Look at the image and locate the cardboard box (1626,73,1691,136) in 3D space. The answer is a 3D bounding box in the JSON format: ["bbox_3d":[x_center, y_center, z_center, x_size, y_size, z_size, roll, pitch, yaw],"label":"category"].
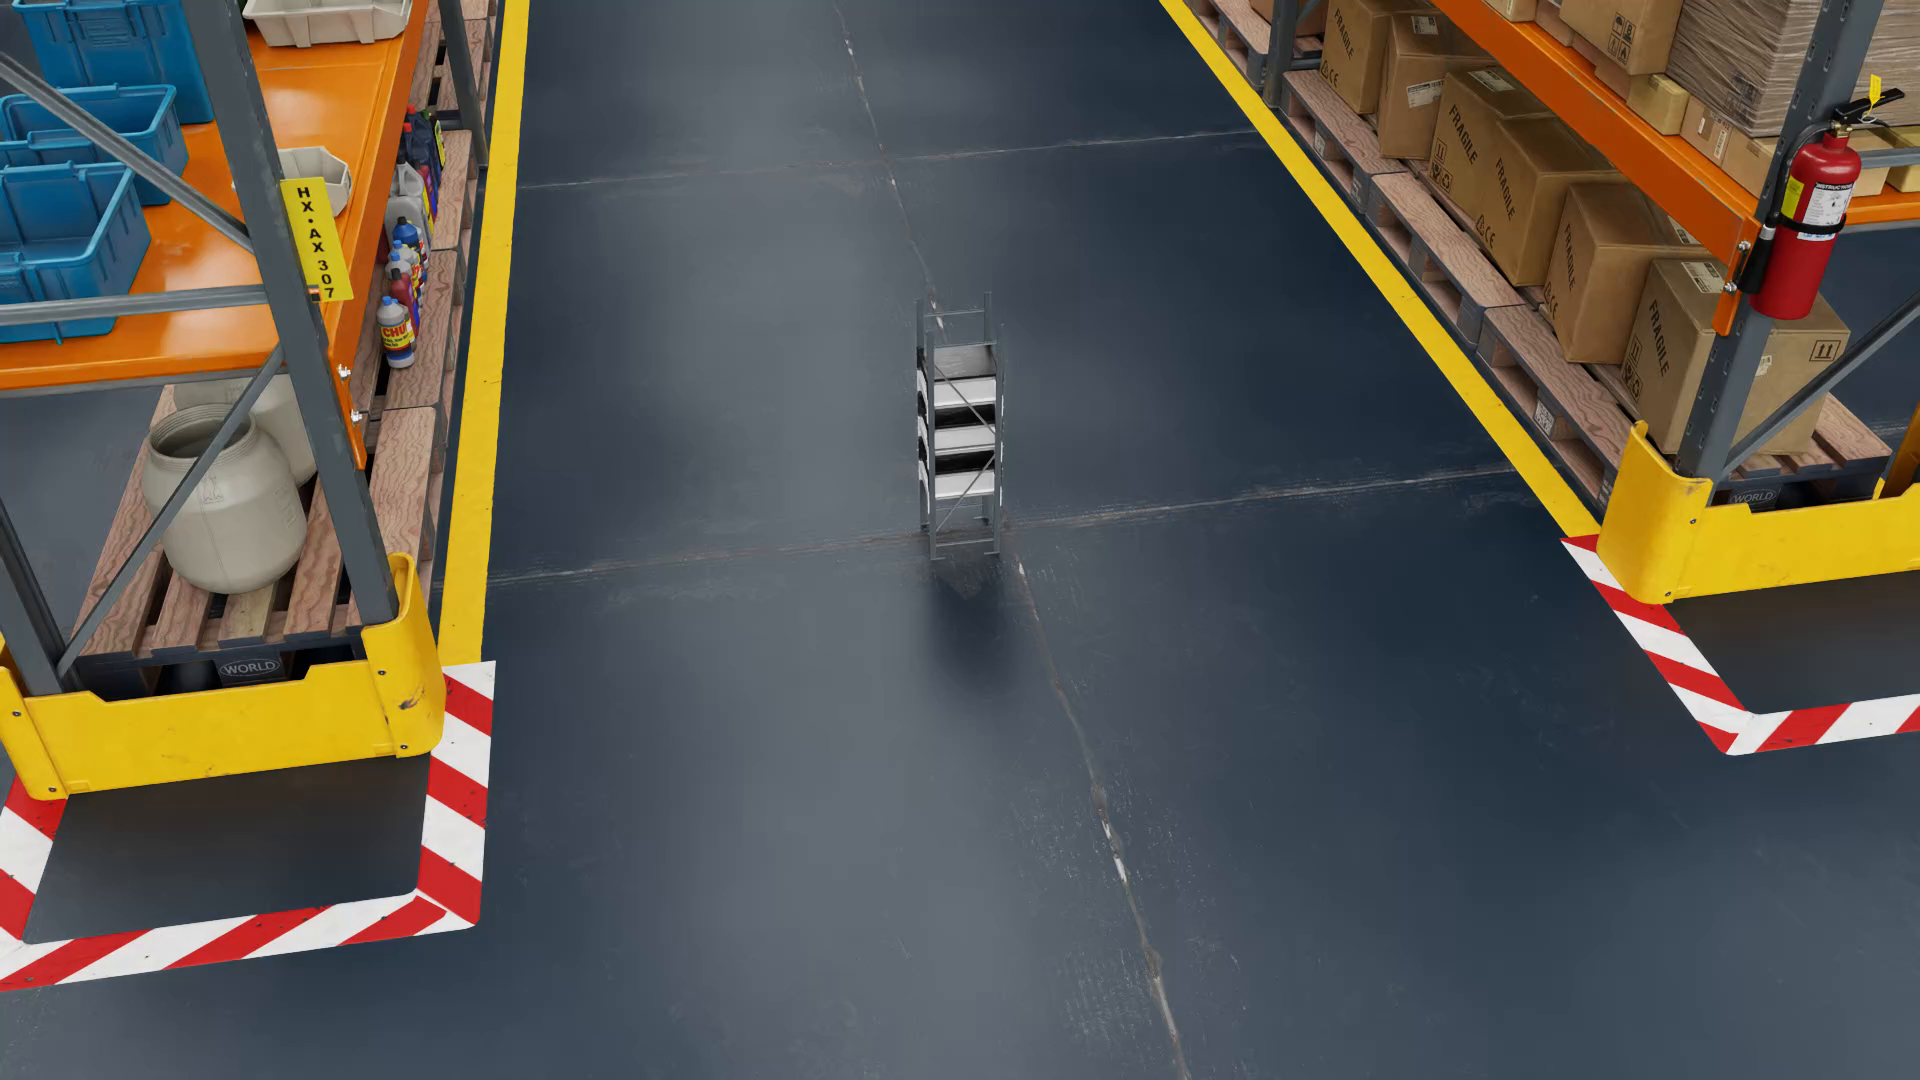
[{"bbox_3d":[2.395,-1.434,5.356,0.380,0.149,0.250,-6,38,-8],"label":"cardboard box"}]

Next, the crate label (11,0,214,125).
[{"bbox_3d":[-2.679,-1.651,5.401,0.502,0.435,0.616,-6,38,-8],"label":"crate label"}]

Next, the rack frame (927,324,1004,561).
[{"bbox_3d":[0.016,-0.299,5.401,0.240,0.900,0.006,-6,38,-8],"label":"rack frame"}]

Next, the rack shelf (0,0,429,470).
[{"bbox_3d":[-2.441,-1.478,5.794,1.077,0.370,4.000,-6,38,-8],"label":"rack shelf"}]

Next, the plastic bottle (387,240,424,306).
[{"bbox_3d":[-2.179,-1.047,6.518,0.097,0.271,0.097,0,38,0],"label":"plastic bottle"}]

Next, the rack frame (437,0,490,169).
[{"bbox_3d":[-2.791,-2.970,7.128,1.000,3.000,0.127,-6,38,-8],"label":"rack frame"}]

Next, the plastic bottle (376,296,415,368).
[{"bbox_3d":[-2.101,-0.779,6.173,0.097,0.271,0.097,0,38,0],"label":"plastic bottle"}]

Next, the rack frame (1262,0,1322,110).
[{"bbox_3d":[2.085,-3.503,7.814,1.000,3.000,0.127,-6,38,-8],"label":"rack frame"}]

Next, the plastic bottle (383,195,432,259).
[{"bbox_3d":[-2.280,-1.301,6.841,0.152,0.276,0.135,-6,38,-7],"label":"plastic bottle"}]

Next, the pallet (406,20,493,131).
[{"bbox_3d":[-2.967,-2.339,8.589,1.003,0.211,1.213,-6,38,-8],"label":"pallet"}]

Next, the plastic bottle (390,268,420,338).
[{"bbox_3d":[-2.123,-0.923,6.348,0.061,0.283,0.133,-6,38,-7],"label":"plastic bottle"}]

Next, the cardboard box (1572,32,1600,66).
[{"bbox_3d":[2.364,-1.742,5.753,0.380,0.149,0.250,-6,38,-8],"label":"cardboard box"}]

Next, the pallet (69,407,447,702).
[{"bbox_3d":[-2.287,0.015,5.559,1.003,0.211,1.213,-6,38,-8],"label":"pallet"}]

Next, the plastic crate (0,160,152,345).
[{"bbox_3d":[-2.472,-0.766,4.412,0.499,0.251,0.616,-6,38,-8],"label":"plastic crate"}]

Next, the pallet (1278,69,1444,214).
[{"bbox_3d":[2.237,-2.000,8.152,1.003,0.211,1.213,-6,38,-8],"label":"pallet"}]

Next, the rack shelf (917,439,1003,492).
[{"bbox_3d":[-0.001,-0.263,5.556,0.258,0.077,0.200,-6,38,-8],"label":"rack shelf"}]

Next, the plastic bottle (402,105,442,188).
[{"bbox_3d":[-2.395,-1.740,7.345,0.144,0.351,0.185,-7,38,-9],"label":"plastic bottle"}]

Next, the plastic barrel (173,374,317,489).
[{"bbox_3d":[-2.369,-0.430,5.544,0.421,0.512,0.421,0,38,0],"label":"plastic barrel"}]

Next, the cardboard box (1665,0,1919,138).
[{"bbox_3d":[2.717,-1.579,5.014,0.875,0.500,0.500,-6,38,-8],"label":"cardboard box"}]

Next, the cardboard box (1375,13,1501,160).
[{"bbox_3d":[2.224,-2.091,7.691,0.500,0.500,0.500,5,38,7],"label":"cardboard box"}]

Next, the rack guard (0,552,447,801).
[{"bbox_3d":[-2.150,0.392,4.838,1.175,0.500,0.348,-6,38,-8],"label":"rack guard"}]

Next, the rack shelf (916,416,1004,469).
[{"bbox_3d":[-0.001,-0.334,5.501,0.258,0.077,0.200,-6,38,-8],"label":"rack shelf"}]

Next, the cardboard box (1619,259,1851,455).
[{"bbox_3d":[2.693,-0.645,5.830,0.500,0.500,0.500,0,38,1],"label":"cardboard box"}]

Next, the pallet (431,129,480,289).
[{"bbox_3d":[-2.715,-1.459,7.456,1.003,0.211,1.213,-6,38,-8],"label":"pallet"}]

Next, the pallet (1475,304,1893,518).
[{"bbox_3d":[2.665,-0.526,6.255,1.003,0.211,1.213,-6,38,-8],"label":"pallet"}]

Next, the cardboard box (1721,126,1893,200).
[{"bbox_3d":[2.533,-1.138,4.974,0.380,0.149,0.250,-6,38,-8],"label":"cardboard box"}]

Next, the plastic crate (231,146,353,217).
[{"bbox_3d":[-1.930,-1.025,4.840,0.298,0.136,0.250,-6,38,-8],"label":"plastic crate"}]

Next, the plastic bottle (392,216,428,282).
[{"bbox_3d":[-2.214,-1.169,6.675,0.097,0.271,0.097,0,38,0],"label":"plastic bottle"}]

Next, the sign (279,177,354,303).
[{"bbox_3d":[-1.548,-0.720,4.006,0.100,0.325,0.005,-6,38,-8],"label":"sign"}]

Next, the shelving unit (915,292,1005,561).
[{"bbox_3d":[-0.001,-0.360,5.480,0.258,0.900,0.210,-6,38,-8],"label":"shelving unit"}]

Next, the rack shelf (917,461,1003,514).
[{"bbox_3d":[-0.001,-0.192,5.611,0.258,0.077,0.200,-6,38,-8],"label":"rack shelf"}]

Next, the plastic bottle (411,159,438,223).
[{"bbox_3d":[-2.291,-1.504,7.096,0.061,0.283,0.133,-4,38,-5],"label":"plastic bottle"}]

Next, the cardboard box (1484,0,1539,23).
[{"bbox_3d":[2.167,-2.032,6.126,0.380,0.149,0.250,-6,38,-8],"label":"cardboard box"}]

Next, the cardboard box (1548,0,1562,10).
[{"bbox_3d":[2.466,-2.175,5.781,0.875,0.500,0.500,-6,38,-8],"label":"cardboard box"}]

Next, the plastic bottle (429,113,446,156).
[{"bbox_3d":[-2.421,-1.853,7.613,0.097,0.201,0.097,0,38,0],"label":"plastic bottle"}]

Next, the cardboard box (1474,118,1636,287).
[{"bbox_3d":[2.464,-1.382,6.779,0.500,0.500,0.500,-3,38,-4],"label":"cardboard box"}]
